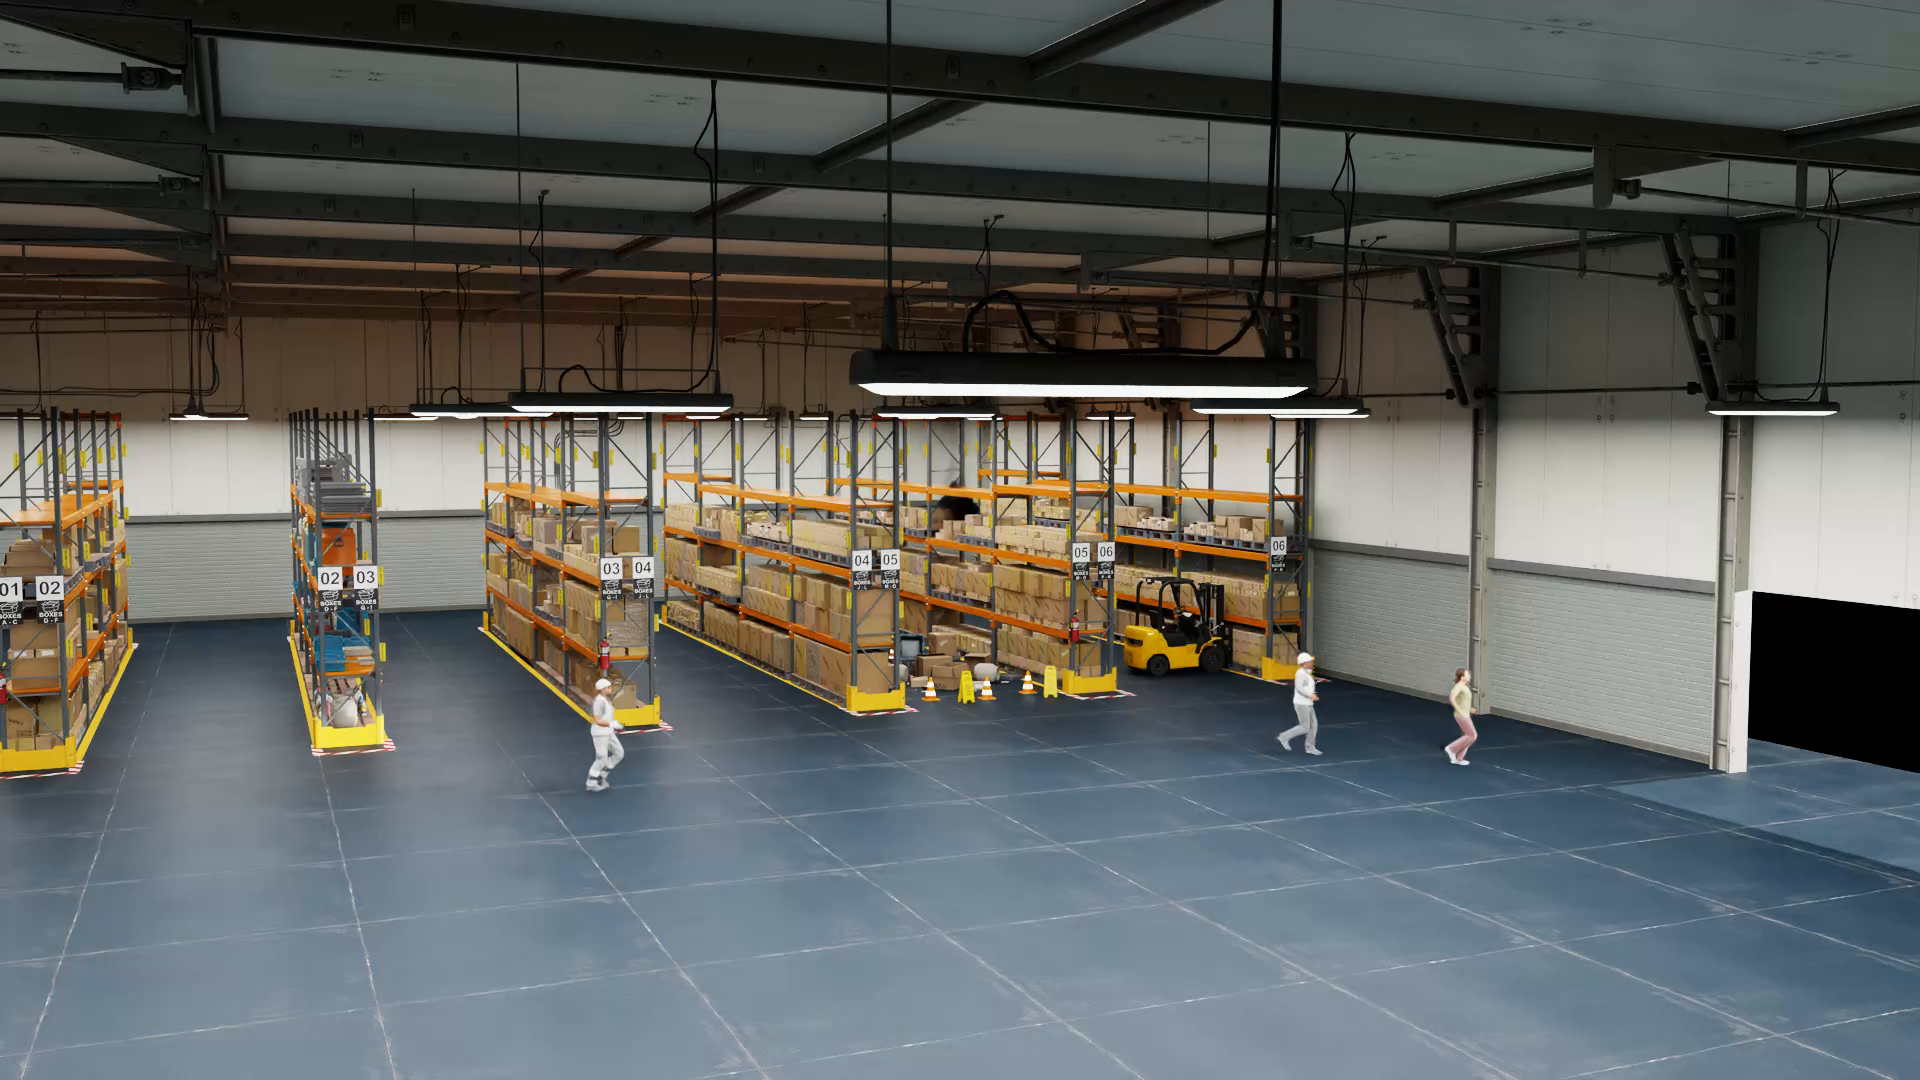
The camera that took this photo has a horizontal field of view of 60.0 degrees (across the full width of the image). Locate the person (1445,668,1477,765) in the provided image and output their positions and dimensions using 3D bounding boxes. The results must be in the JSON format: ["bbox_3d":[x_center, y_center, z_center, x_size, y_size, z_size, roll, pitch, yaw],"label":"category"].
[{"bbox_3d":[8.416,2.965,27.864,0.512,1.614,0.585,2,4,24],"label":"person"}]

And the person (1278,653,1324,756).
[{"bbox_3d":[5.915,2.835,28.781,0.771,1.773,0.685,1,4,19],"label":"person"}]

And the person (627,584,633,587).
[{"bbox_3d":[-9.162,1.621,46.081,0.688,1.768,0.907,-1,4,-18],"label":"person"}]

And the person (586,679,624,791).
[{"bbox_3d":[-5.502,3.026,25.834,0.652,1.754,0.635,0,4,6],"label":"person"}]
